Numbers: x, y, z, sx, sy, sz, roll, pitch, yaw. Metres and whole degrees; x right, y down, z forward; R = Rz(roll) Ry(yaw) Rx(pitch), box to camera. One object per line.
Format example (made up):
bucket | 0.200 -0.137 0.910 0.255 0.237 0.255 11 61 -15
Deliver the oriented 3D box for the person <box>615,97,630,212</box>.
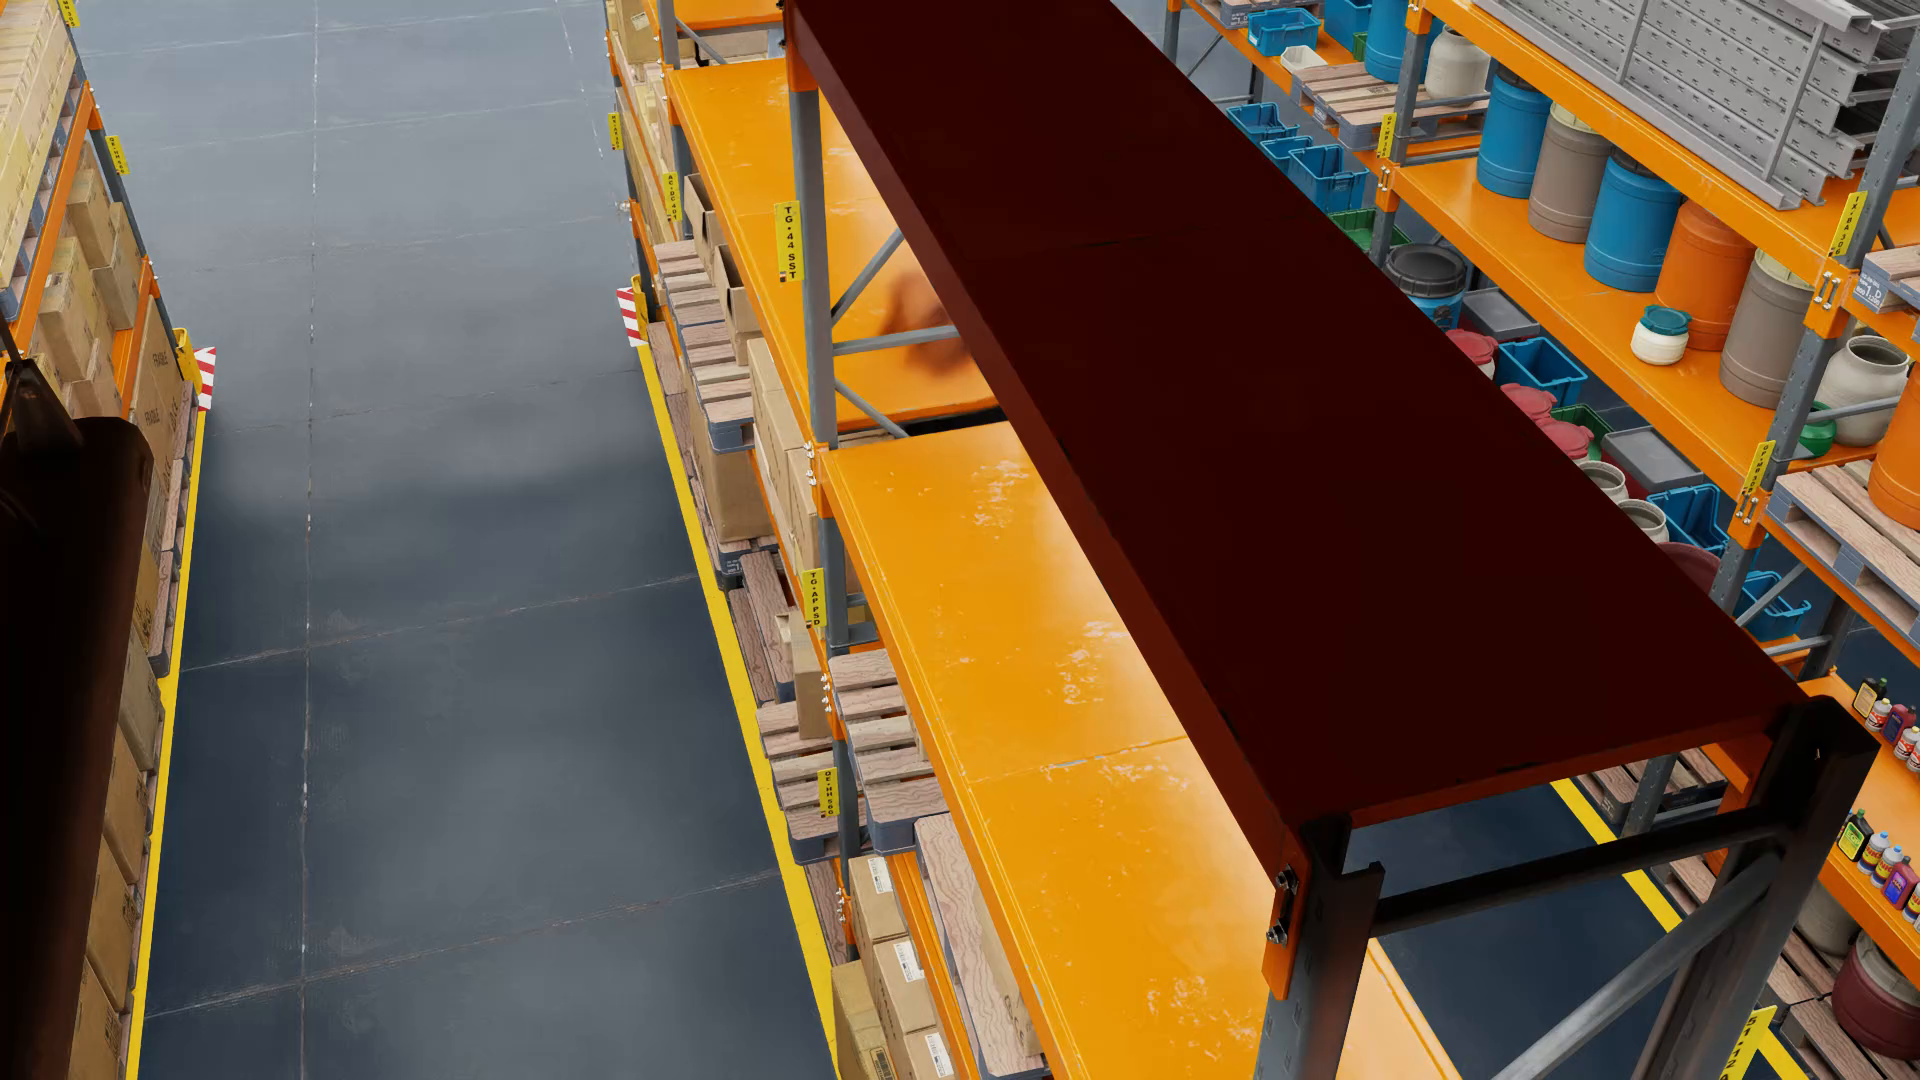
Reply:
person | -3.109 -3.907 16.255 0.965 1.782 0.677 19 42 23
